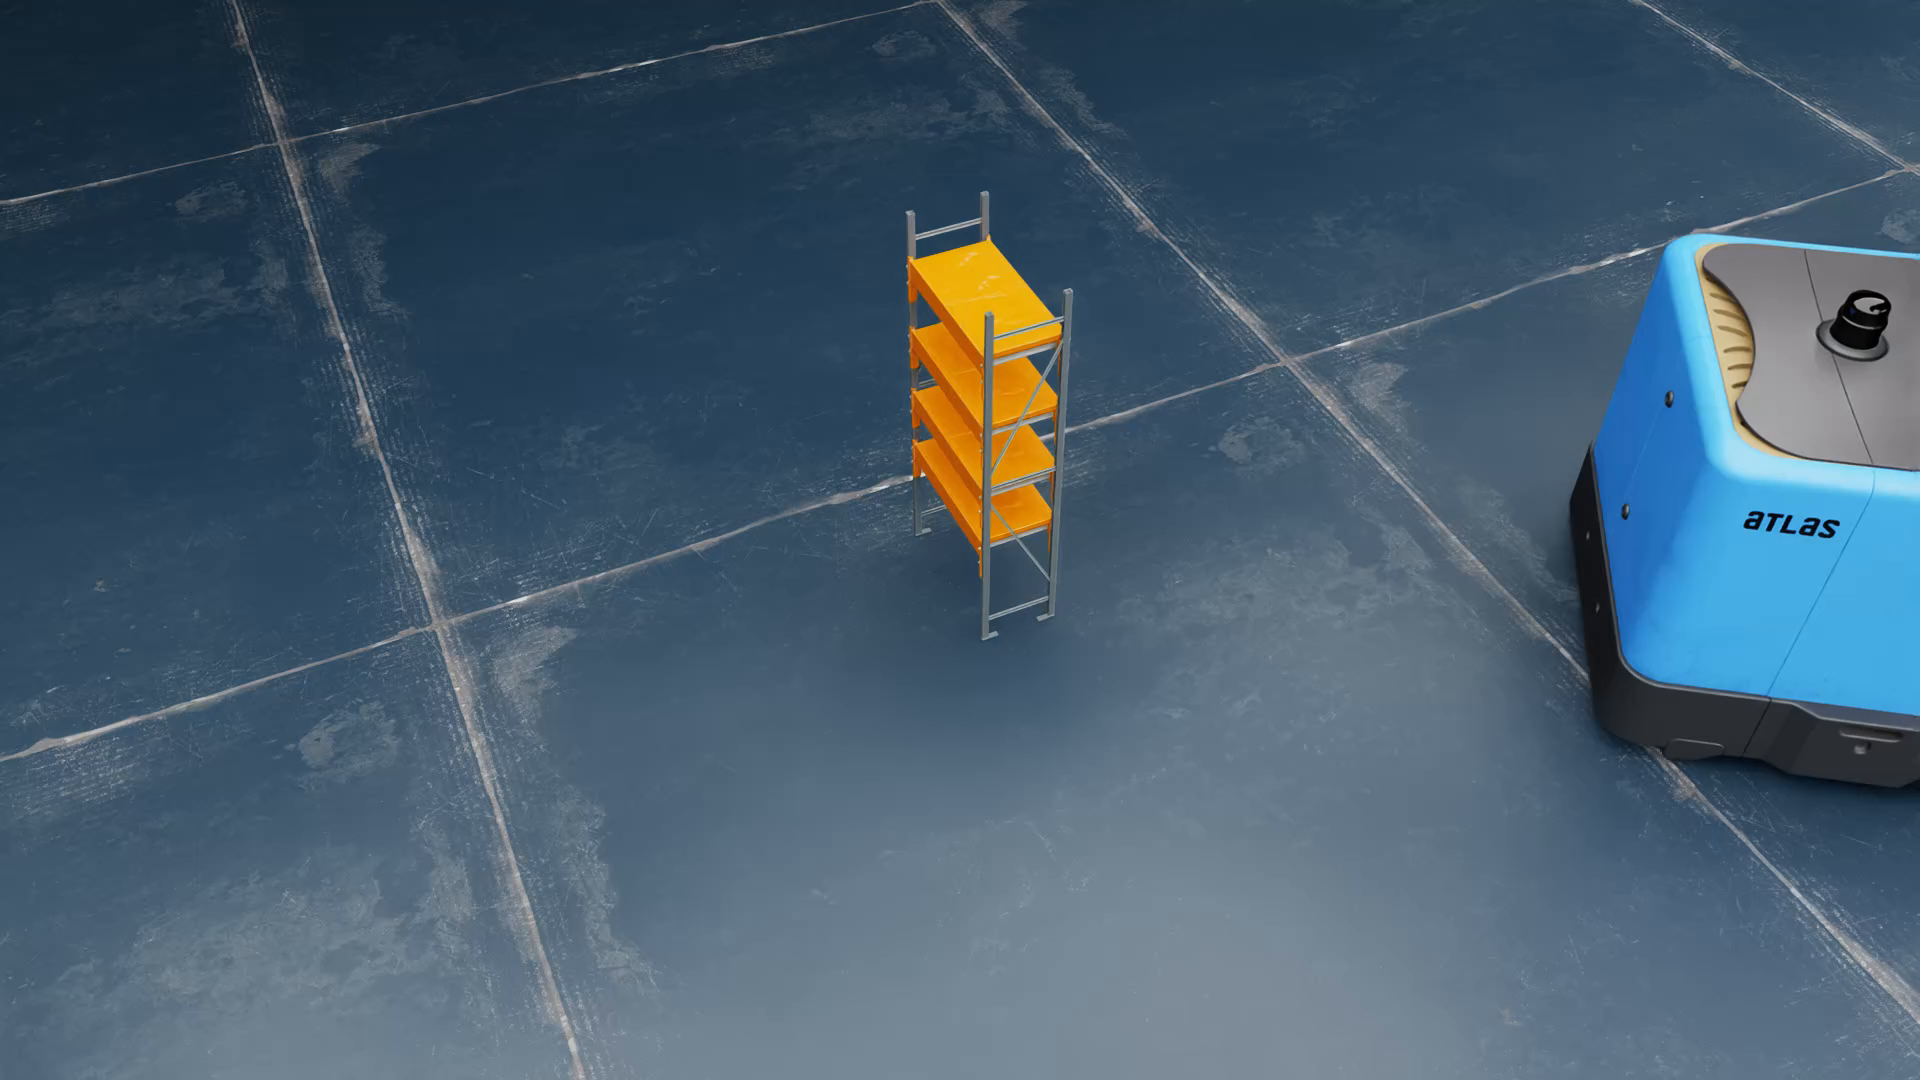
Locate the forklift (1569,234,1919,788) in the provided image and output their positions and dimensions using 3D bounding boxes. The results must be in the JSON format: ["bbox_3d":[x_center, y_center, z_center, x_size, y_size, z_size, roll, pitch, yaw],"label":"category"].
[{"bbox_3d":[3.344,-0.623,3.794,3.031,2.935,1.130,7,45,7],"label":"forklift"}]

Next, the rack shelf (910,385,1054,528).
[{"bbox_3d":[0.070,-0.274,4.769,0.258,0.148,0.480,-18,47,-17],"label":"rack shelf"}]

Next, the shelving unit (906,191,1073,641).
[{"bbox_3d":[0.070,-0.322,4.722,0.258,1.200,0.503,-18,47,-17],"label":"shelving unit"}]

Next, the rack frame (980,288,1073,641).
[{"bbox_3d":[0.172,-0.166,4.564,0.240,1.200,0.015,-18,47,-17],"label":"rack frame"}]

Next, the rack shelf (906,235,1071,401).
[{"bbox_3d":[0.070,-0.601,4.446,0.258,0.148,0.480,-18,47,-17],"label":"rack shelf"}]

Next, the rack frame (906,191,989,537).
[{"bbox_3d":[-0.033,-0.477,4.879,0.240,1.200,0.015,-18,47,-17],"label":"rack frame"}]

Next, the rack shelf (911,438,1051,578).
[{"bbox_3d":[0.070,-0.132,4.908,0.258,0.148,0.480,-18,47,-17],"label":"rack shelf"}]

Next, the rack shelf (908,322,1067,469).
[{"bbox_3d":[0.070,-0.433,4.612,0.258,0.148,0.480,-18,47,-17],"label":"rack shelf"}]
